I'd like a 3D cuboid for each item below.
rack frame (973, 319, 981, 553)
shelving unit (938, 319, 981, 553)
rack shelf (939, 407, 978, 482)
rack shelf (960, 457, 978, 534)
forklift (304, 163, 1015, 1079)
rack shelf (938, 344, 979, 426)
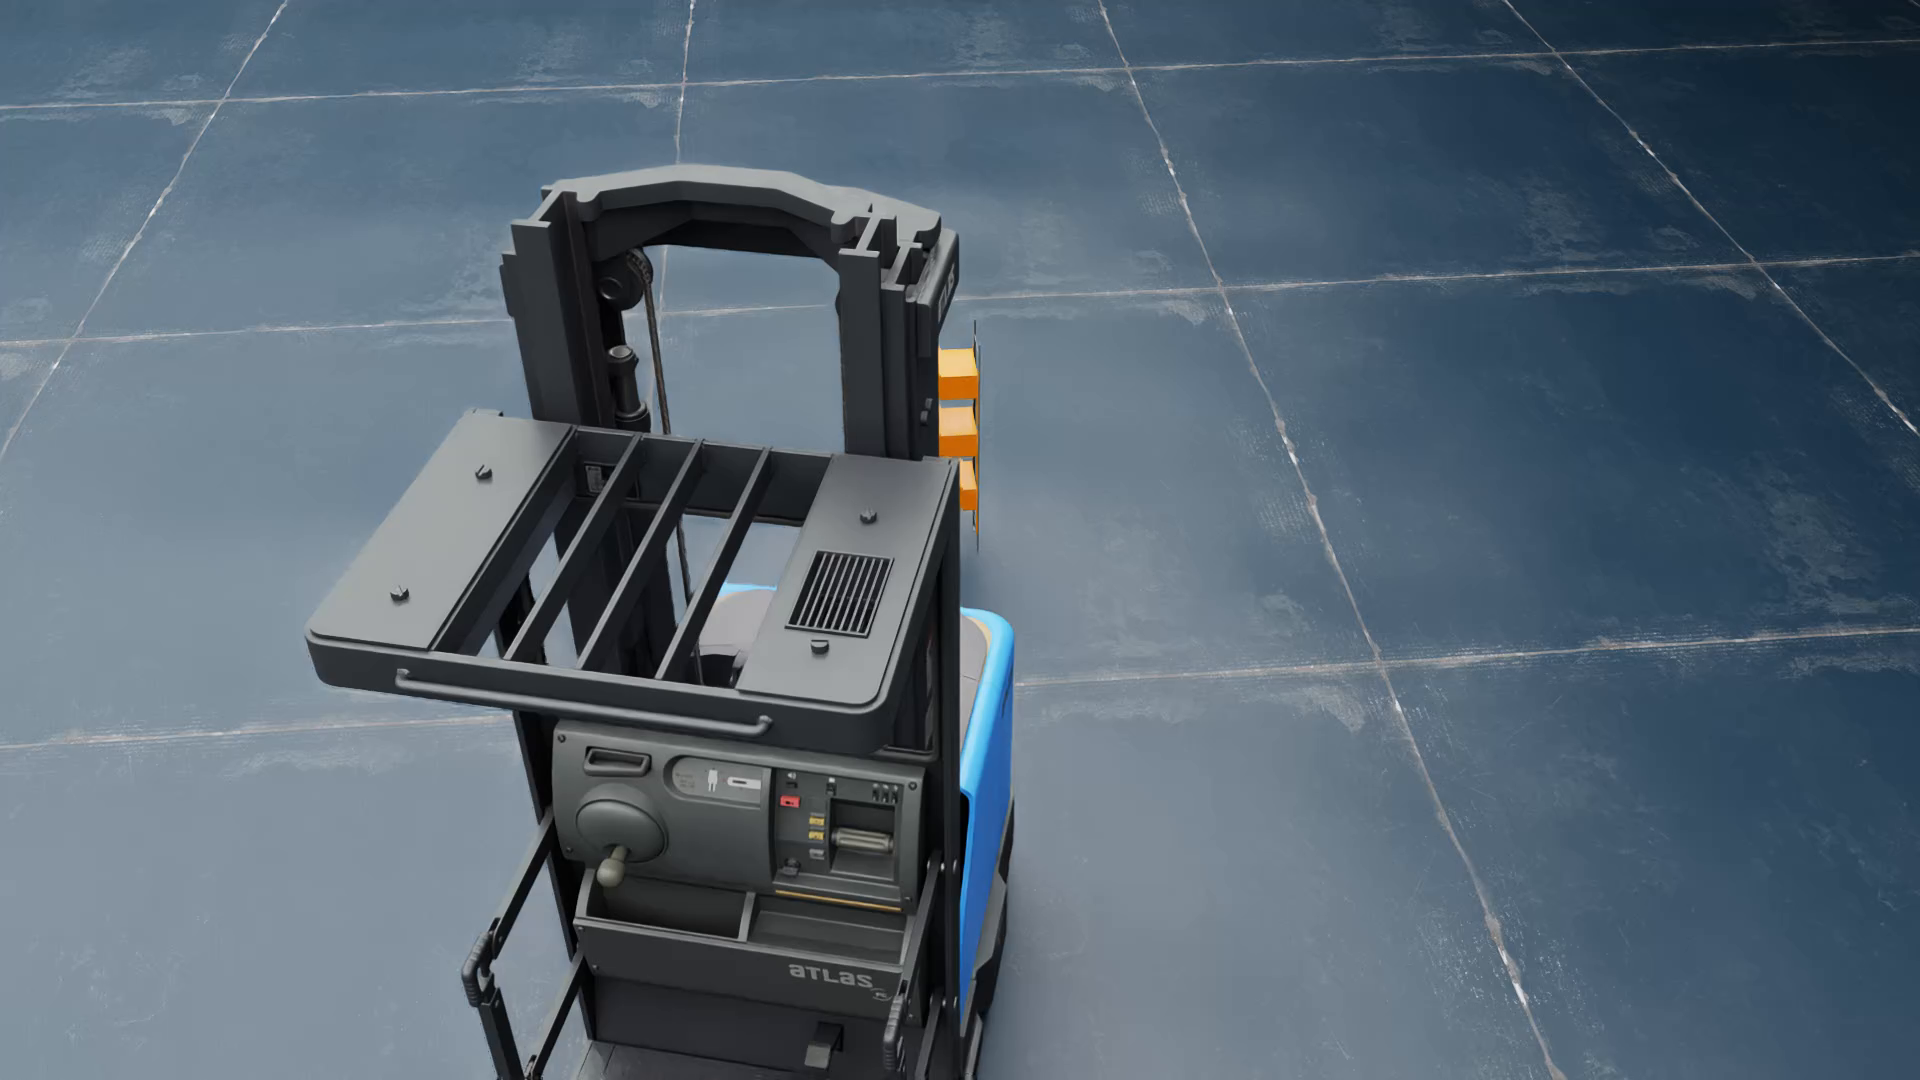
[{"bbox_3d":[0.068,-0.416,6.930,0.008,1.050,0.200,-3,38,-4],"label":"rack frame"},{"bbox_3d":[-0.053,-0.409,6.921,0.252,1.050,0.215,-3,38,-4],"label":"shelving unit"},{"bbox_3d":[-0.053,-0.401,6.928,0.240,0.259,0.215,-3,38,-4],"label":"rack shelf"},{"bbox_3d":[-0.053,-0.183,7.100,0.240,0.259,0.215,-3,38,-4],"label":"rack shelf"},{"bbox_3d":[-0.587,0.765,3.915,1.130,2.935,3.031,6,39,8],"label":"forklift"},{"bbox_3d":[-0.053,-0.624,6.752,0.240,0.259,0.215,-3,38,-4],"label":"rack shelf"}]
